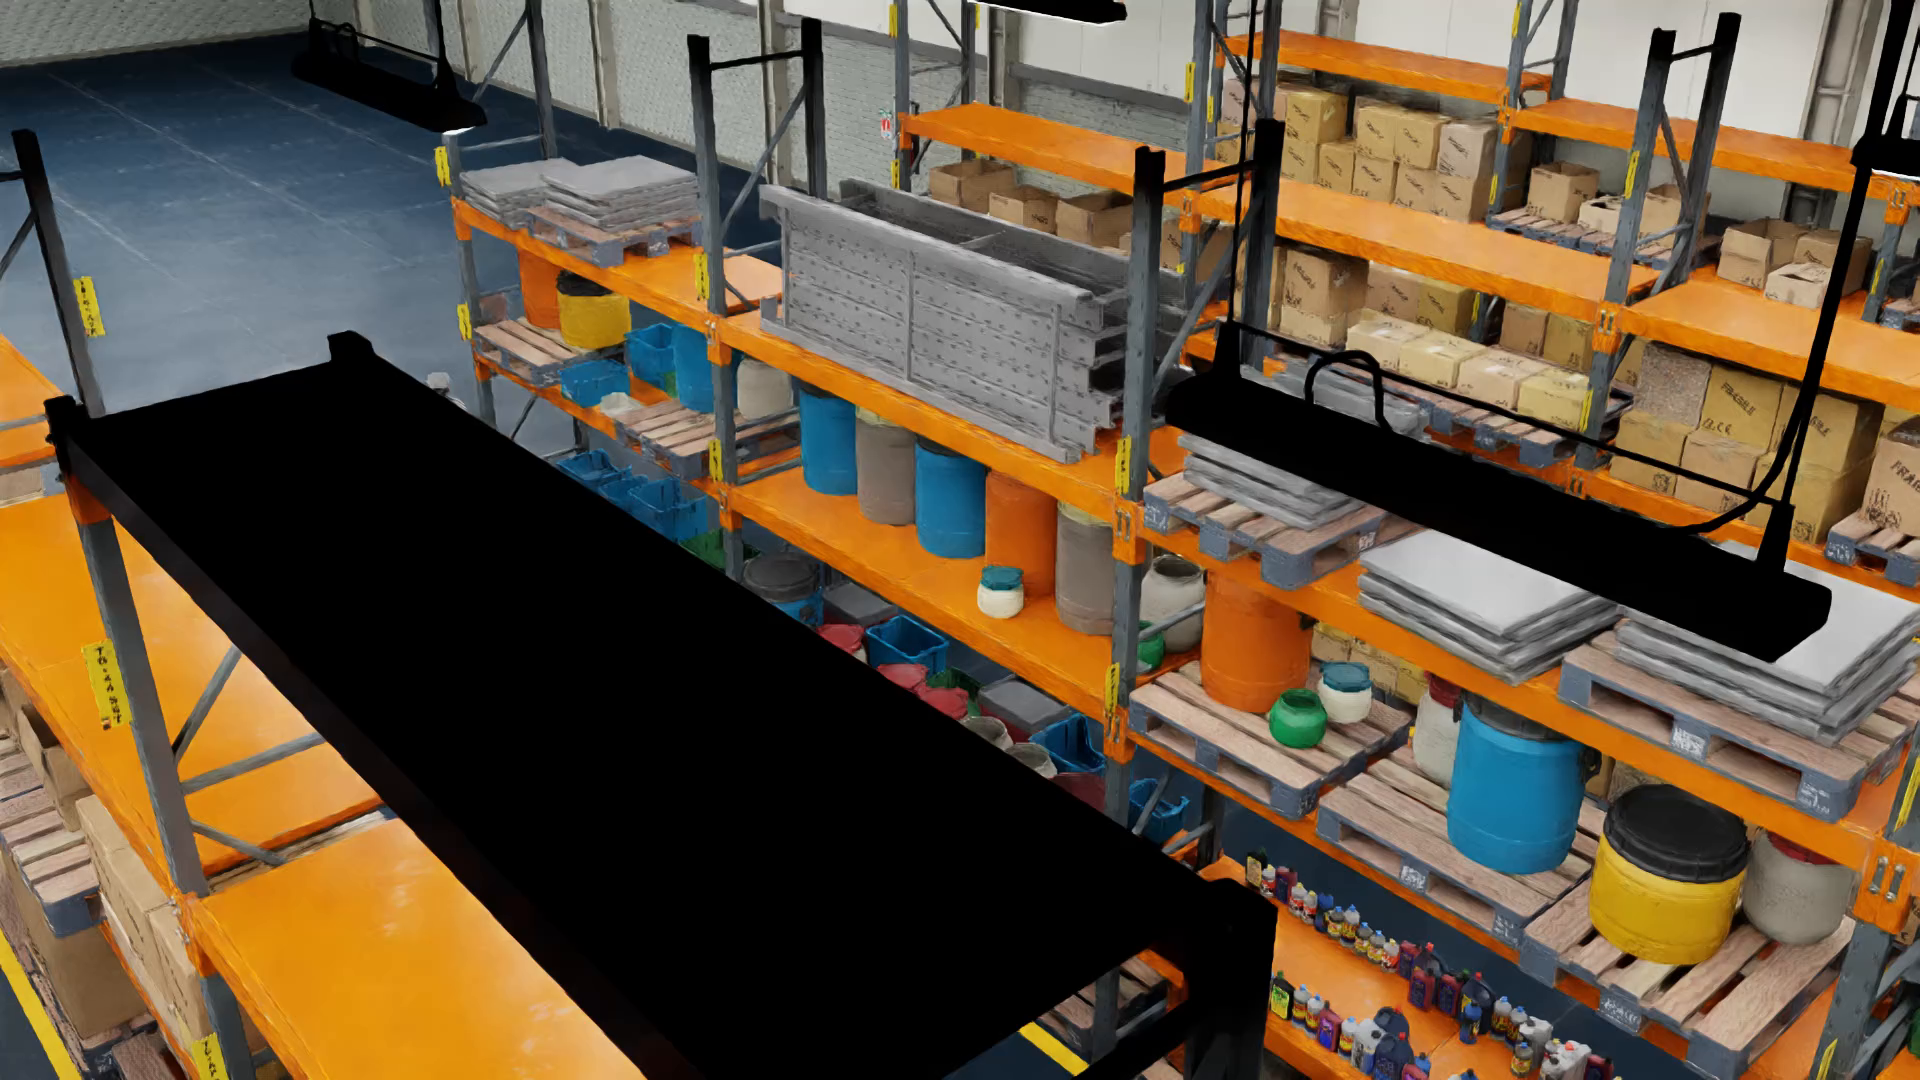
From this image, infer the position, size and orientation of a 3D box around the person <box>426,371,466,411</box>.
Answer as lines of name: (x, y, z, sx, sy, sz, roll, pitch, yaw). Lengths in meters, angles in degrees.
person: (-5.454, -1.011, 17.730, 0.484, 1.620, 0.978, -16, 31, -28)
